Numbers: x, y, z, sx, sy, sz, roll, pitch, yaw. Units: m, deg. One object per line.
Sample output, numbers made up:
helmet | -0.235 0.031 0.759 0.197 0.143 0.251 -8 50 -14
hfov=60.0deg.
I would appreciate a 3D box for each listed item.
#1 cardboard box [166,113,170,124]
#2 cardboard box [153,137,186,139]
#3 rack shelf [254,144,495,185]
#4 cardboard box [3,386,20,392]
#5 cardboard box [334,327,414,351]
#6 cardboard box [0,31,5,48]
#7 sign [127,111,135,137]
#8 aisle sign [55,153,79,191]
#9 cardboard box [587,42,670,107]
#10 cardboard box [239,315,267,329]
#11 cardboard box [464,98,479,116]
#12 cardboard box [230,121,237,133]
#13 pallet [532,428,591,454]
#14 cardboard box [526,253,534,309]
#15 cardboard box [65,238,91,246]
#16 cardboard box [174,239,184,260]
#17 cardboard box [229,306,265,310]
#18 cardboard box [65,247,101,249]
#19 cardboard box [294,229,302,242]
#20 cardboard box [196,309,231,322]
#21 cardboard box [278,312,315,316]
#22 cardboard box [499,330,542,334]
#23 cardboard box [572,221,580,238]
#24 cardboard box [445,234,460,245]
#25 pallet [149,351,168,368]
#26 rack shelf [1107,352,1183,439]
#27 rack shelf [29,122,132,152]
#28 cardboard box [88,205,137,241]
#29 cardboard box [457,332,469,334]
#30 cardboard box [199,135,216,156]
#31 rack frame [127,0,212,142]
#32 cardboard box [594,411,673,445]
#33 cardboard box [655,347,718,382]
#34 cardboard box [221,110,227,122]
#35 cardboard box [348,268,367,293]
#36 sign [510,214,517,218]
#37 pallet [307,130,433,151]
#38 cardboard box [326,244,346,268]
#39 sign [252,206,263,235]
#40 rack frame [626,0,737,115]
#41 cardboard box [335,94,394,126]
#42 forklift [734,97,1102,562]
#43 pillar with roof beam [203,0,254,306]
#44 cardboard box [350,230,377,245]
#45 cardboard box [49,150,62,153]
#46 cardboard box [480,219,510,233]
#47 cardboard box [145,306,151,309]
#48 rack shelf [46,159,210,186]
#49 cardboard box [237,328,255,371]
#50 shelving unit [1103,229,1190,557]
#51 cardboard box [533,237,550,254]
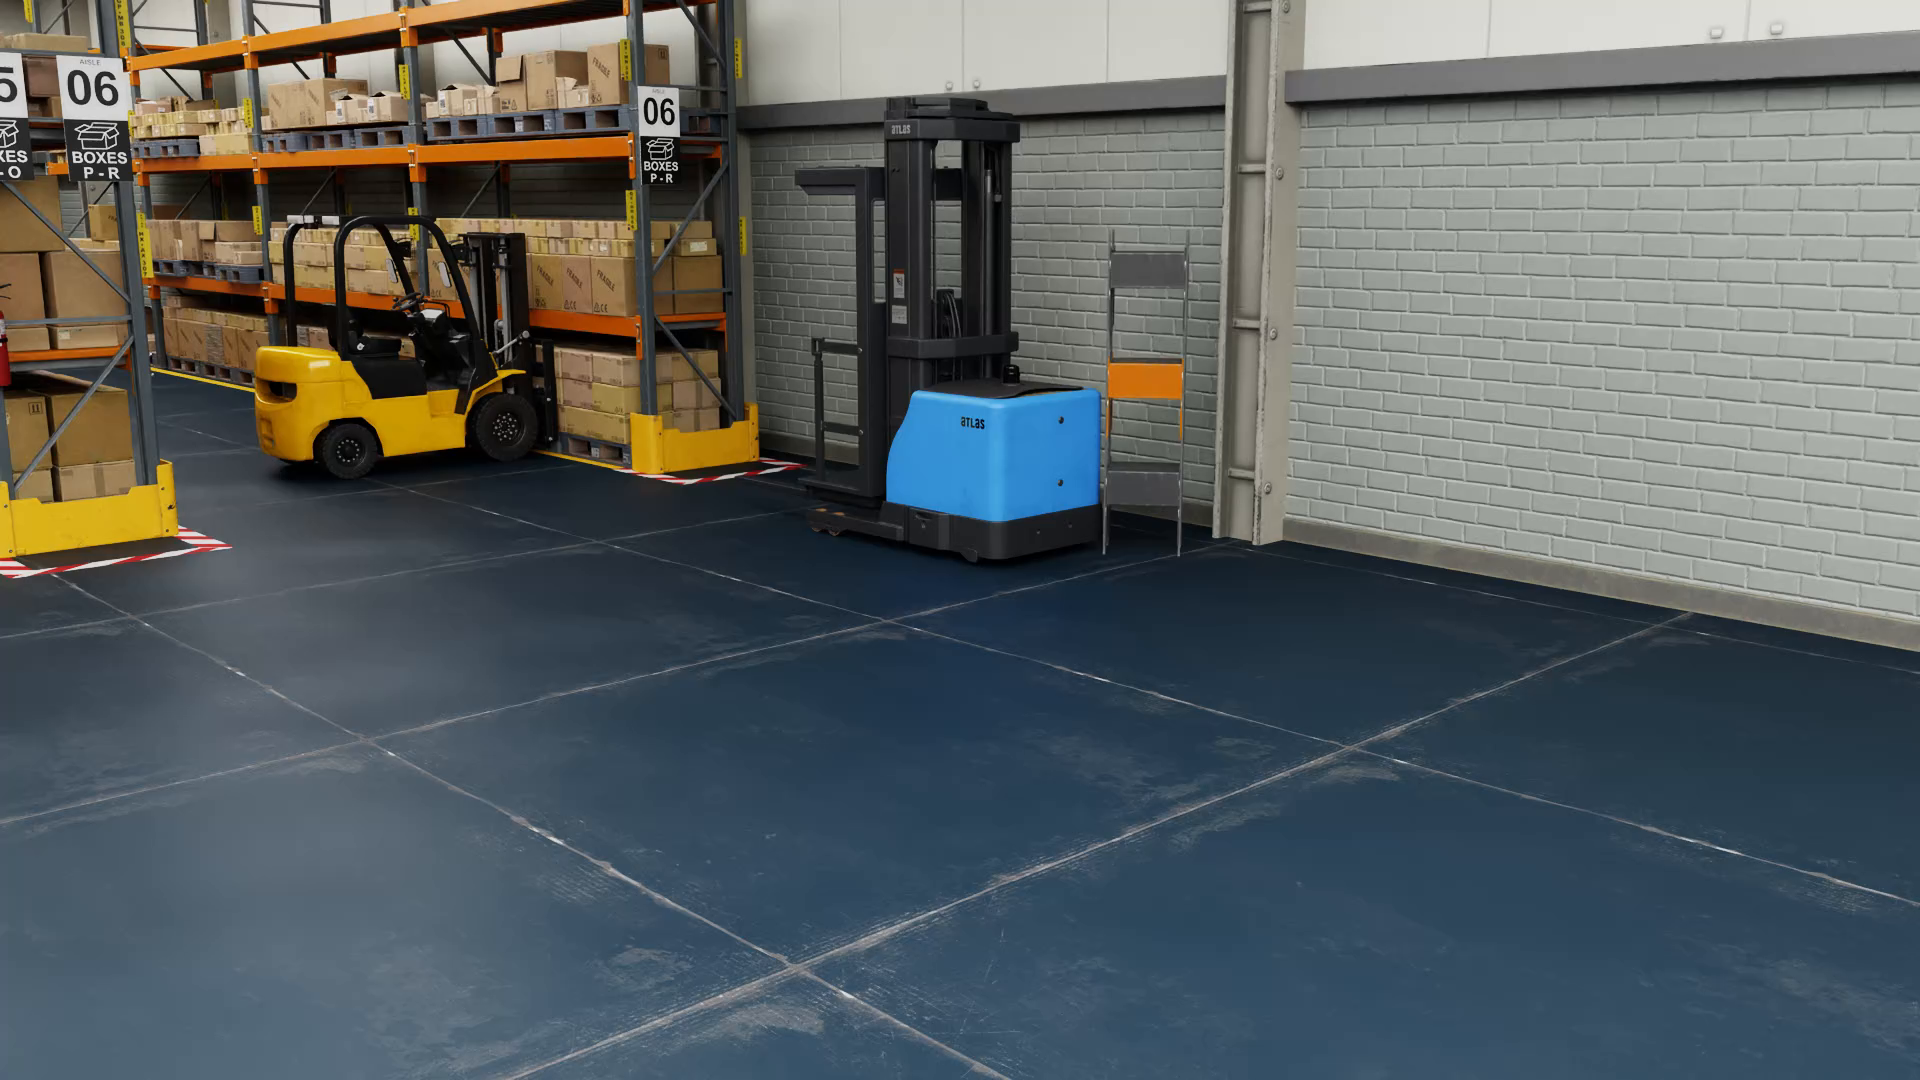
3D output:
cardboard box | -9.927 -5.389 21.298 0.380 0.149 0.250 -11 16 -42
cardboard box | -10.294 -5.318 21.691 0.380 0.149 0.250 -11 16 -42
rack shelf | -6.469 -4.123 18.341 1.077 0.370 4.000 -11 16 -43
cardboard box | -7.018 -0.821 11.879 0.500 0.500 0.500 -10 15 -40
cardboard box | -6.507 -2.056 18.800 0.625 0.625 0.875 11 16 43
cardboard box | -6.360 -3.184 10.643 0.380 0.149 0.250 -11 16 -42
sign | -11.000 -5.528 22.094 0.100 0.325 0.005 -11 16 -43
aisle sign | -13.634 -5.708 25.242 0.394 0.787 0.004 -11 16 -43
cardboard box | -2.807 -3.934 14.104 0.500 0.500 0.500 -10 15 -41
cardboard box | -8.735 -2.714 20.699 0.250 0.149 0.380 11 16 43
cardboard box | -4.467 -4.095 15.757 0.380 0.149 0.250 -10 15 -41
cardboard box | -8.597 -4.990 20.149 0.380 0.149 0.250 -10 16 -41
pallet | -3.722 -1.049 15.980 1.003 0.211 1.213 -11 16 -43
cardboard box | -3.916 -2.439 15.567 0.500 0.500 0.500 -11 16 -42
cardboard box | -13.256 -4.434 25.136 0.500 0.250 0.500 -11 16 -42
cardboard box | -9.930 -3.766 21.549 0.396 0.266 0.258 -10 15 -40
cardboard box | -9.594 -3.062 22.387 0.250 0.149 0.380 11 16 42
cardboard box | -6.399 -1.816 11.809 0.500 0.500 0.500 -10 15 -41
cardboard box | -7.462 -3.505 19.134 0.380 0.149 0.250 -10 16 -41
cardboard box | -9.780 -2.947 21.826 0.380 0.149 0.250 -11 16 -43
cardboard box | -8.499 -2.837 21.296 0.250 0.149 0.380 11 16 43
cardboard box | -4.608 -2.018 17.071 0.500 0.250 0.500 -10 16 -41
cardboard box | -3.236 -2.779 14.874 0.380 0.149 0.250 -11 16 -42
cardboard box | -4.878 -2.961 16.493 0.380 0.149 0.250 -10 16 -41
pallet | -11.086 -2.617 23.590 1.003 0.211 1.213 -11 16 -43
rack shelf | 1.218 -0.950 10.887 0.480 0.518 0.431 2 12 9
rack shelf | -7.294 -2.847 12.147 1.077 0.370 4.000 -11 16 -43
cardboard box | -12.220 -4.583 23.998 0.500 0.500 0.500 -10 16 -41
cardboard box | -4.981 -1.949 16.734 0.500 0.250 0.500 -11 16 -43
cardboard box | -9.073 -4.881 20.610 0.500 0.250 0.500 -11 16 -43
rack frame | -10.612 -6.821 22.216 1.000 3.000 0.127 -11 16 -43
cardboard box | -2.878 -1.014 14.675 0.500 0.250 0.500 -11 16 -42
cardboard box | -2.520 -1.576 14.923 0.500 0.250 0.500 -11 16 -43
cardboard box | -8.772 -5.172 20.294 0.380 0.149 0.250 -11 16 -43
cardboard box | -6.297 -2.828 18.074 0.500 0.250 0.500 -11 16 -42
sign | -4.687 -3.255 17.435 0.100 0.325 0.005 -11 16 -43
pallet | -6.542 -4.426 18.494 1.003 0.211 1.213 -10 15 -40
cardboard box | -6.656 -3.148 18.390 0.500 0.250 0.500 -11 16 -42
sign | -8.236 -3.750 19.505 0.100 0.325 0.005 -11 16 -43
rack frame | -2.325 -5.069 13.715 1.000 3.000 0.127 -11 16 -43
cardboard box | -6.294 -4.579 17.700 0.500 0.311 0.500 11 16 43
forklift | -0.435 -1.528 11.562 1.130 2.935 3.031 -11 16 -43
pillar with roof beam | -13.555 -6.448 20.407 9.100 9.000 0.400 -11 16 -43
cardboard box | -6.388 -3.283 18.056 0.380 0.149 0.250 -11 16 -42
cardboard box | -13.266 -5.905 24.838 0.500 0.250 0.500 -11 16 -43
cardboard box | -4.351 -2.992 15.906 0.380 0.149 0.250 -11 16 -43
cardboard box | -12.459 -3.215 24.735 0.700 0.500 0.500 -10 15 -40
rack shelf | -11.994 -5.291 24.008 1.077 0.370 4.000 -11 16 -43
cardboard box | -8.636 -2.386 20.713 0.500 0.500 0.500 -11 16 -43
shelving unit | 1.218 -0.963 10.884 0.503 2.100 0.431 2 12 9
cardboard box | -3.671 -2.693 15.193 0.380 0.149 0.250 -11 16 -42
